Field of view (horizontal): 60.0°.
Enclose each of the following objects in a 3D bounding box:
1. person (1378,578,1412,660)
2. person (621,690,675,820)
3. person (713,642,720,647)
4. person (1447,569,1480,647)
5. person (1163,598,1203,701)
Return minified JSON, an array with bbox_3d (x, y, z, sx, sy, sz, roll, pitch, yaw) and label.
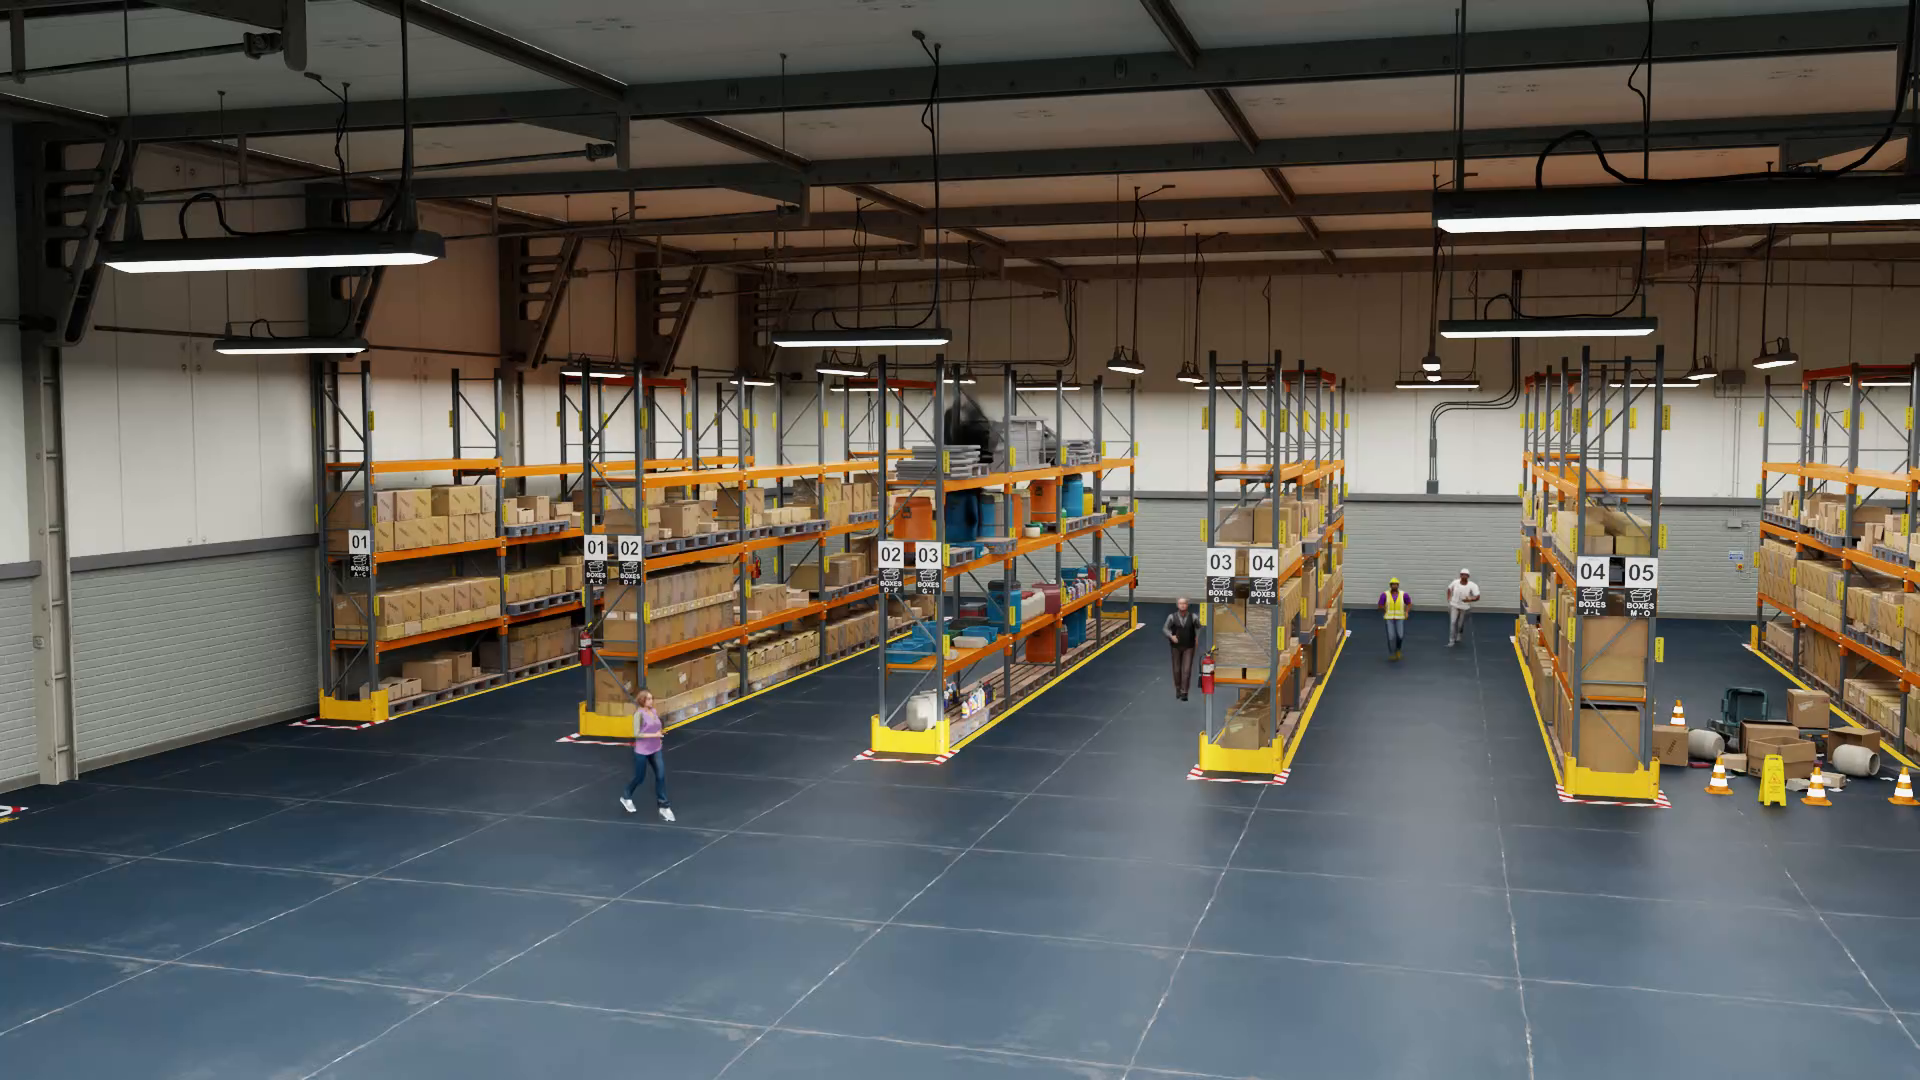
[{"bbox_3d":[9.055,1.652,34.632,0.685,1.724,0.600,1,4,13],"label":"person"},{"bbox_3d":[-3.945,2.735,20.937,0.838,1.518,0.525,3,5,36],"label":"person"},{"bbox_3d":[-5.274,1.668,35.147,0.582,1.715,0.777,2,4,20],"label":"person"},{"bbox_3d":[11.193,1.504,37.063,0.744,1.744,0.821,2,5,31],"label":"person"},{"bbox_3d":[3.780,1.859,28.222,0.684,1.744,0.691,1,4,8],"label":"person"}]
